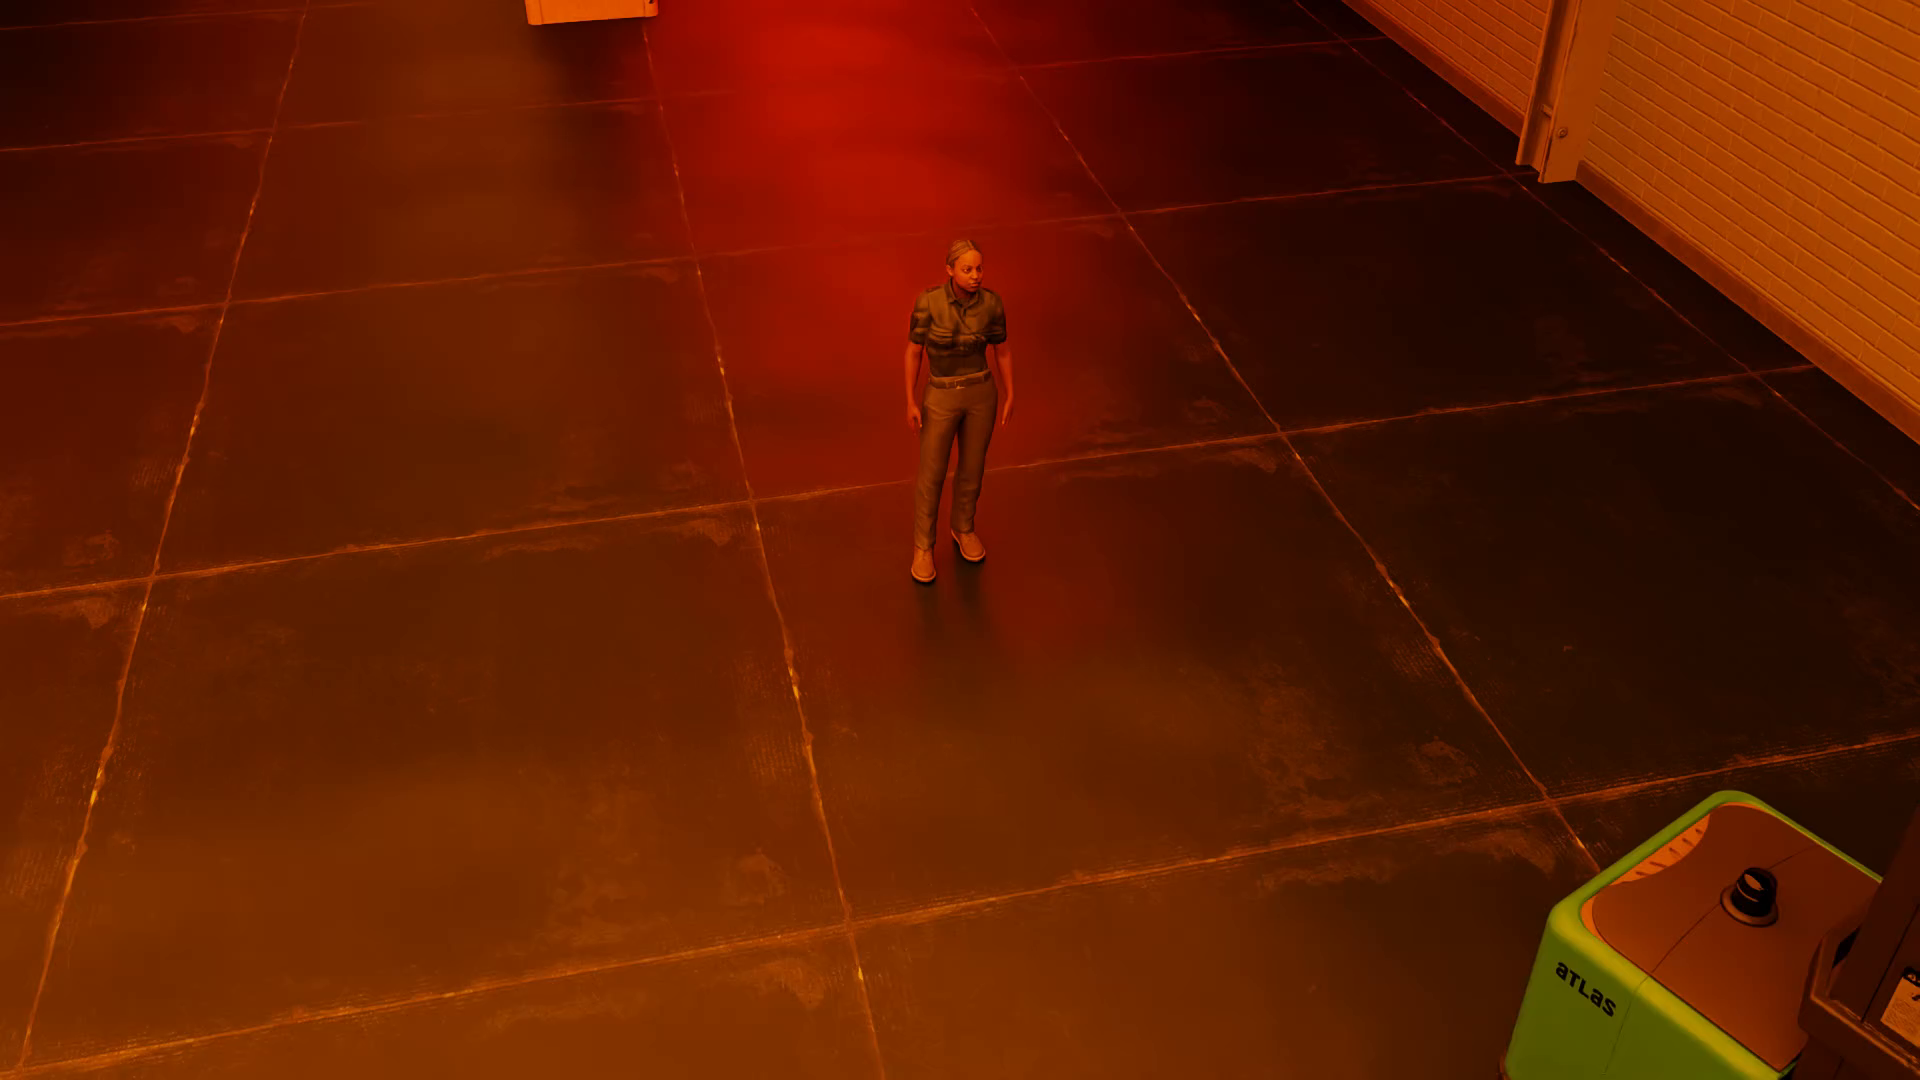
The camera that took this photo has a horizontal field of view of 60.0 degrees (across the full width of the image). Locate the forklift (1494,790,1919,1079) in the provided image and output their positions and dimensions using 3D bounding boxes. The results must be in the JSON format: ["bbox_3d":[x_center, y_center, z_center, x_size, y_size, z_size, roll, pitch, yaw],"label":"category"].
[{"bbox_3d":[3.081,1.358,4.163,1.130,2.935,3.031,-23,42,-29],"label":"forklift"}]

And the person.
[{"bbox_3d":[0.000,-0.625,7.999,0.569,1.654,0.504,-8,36,-11],"label":"person"}]
